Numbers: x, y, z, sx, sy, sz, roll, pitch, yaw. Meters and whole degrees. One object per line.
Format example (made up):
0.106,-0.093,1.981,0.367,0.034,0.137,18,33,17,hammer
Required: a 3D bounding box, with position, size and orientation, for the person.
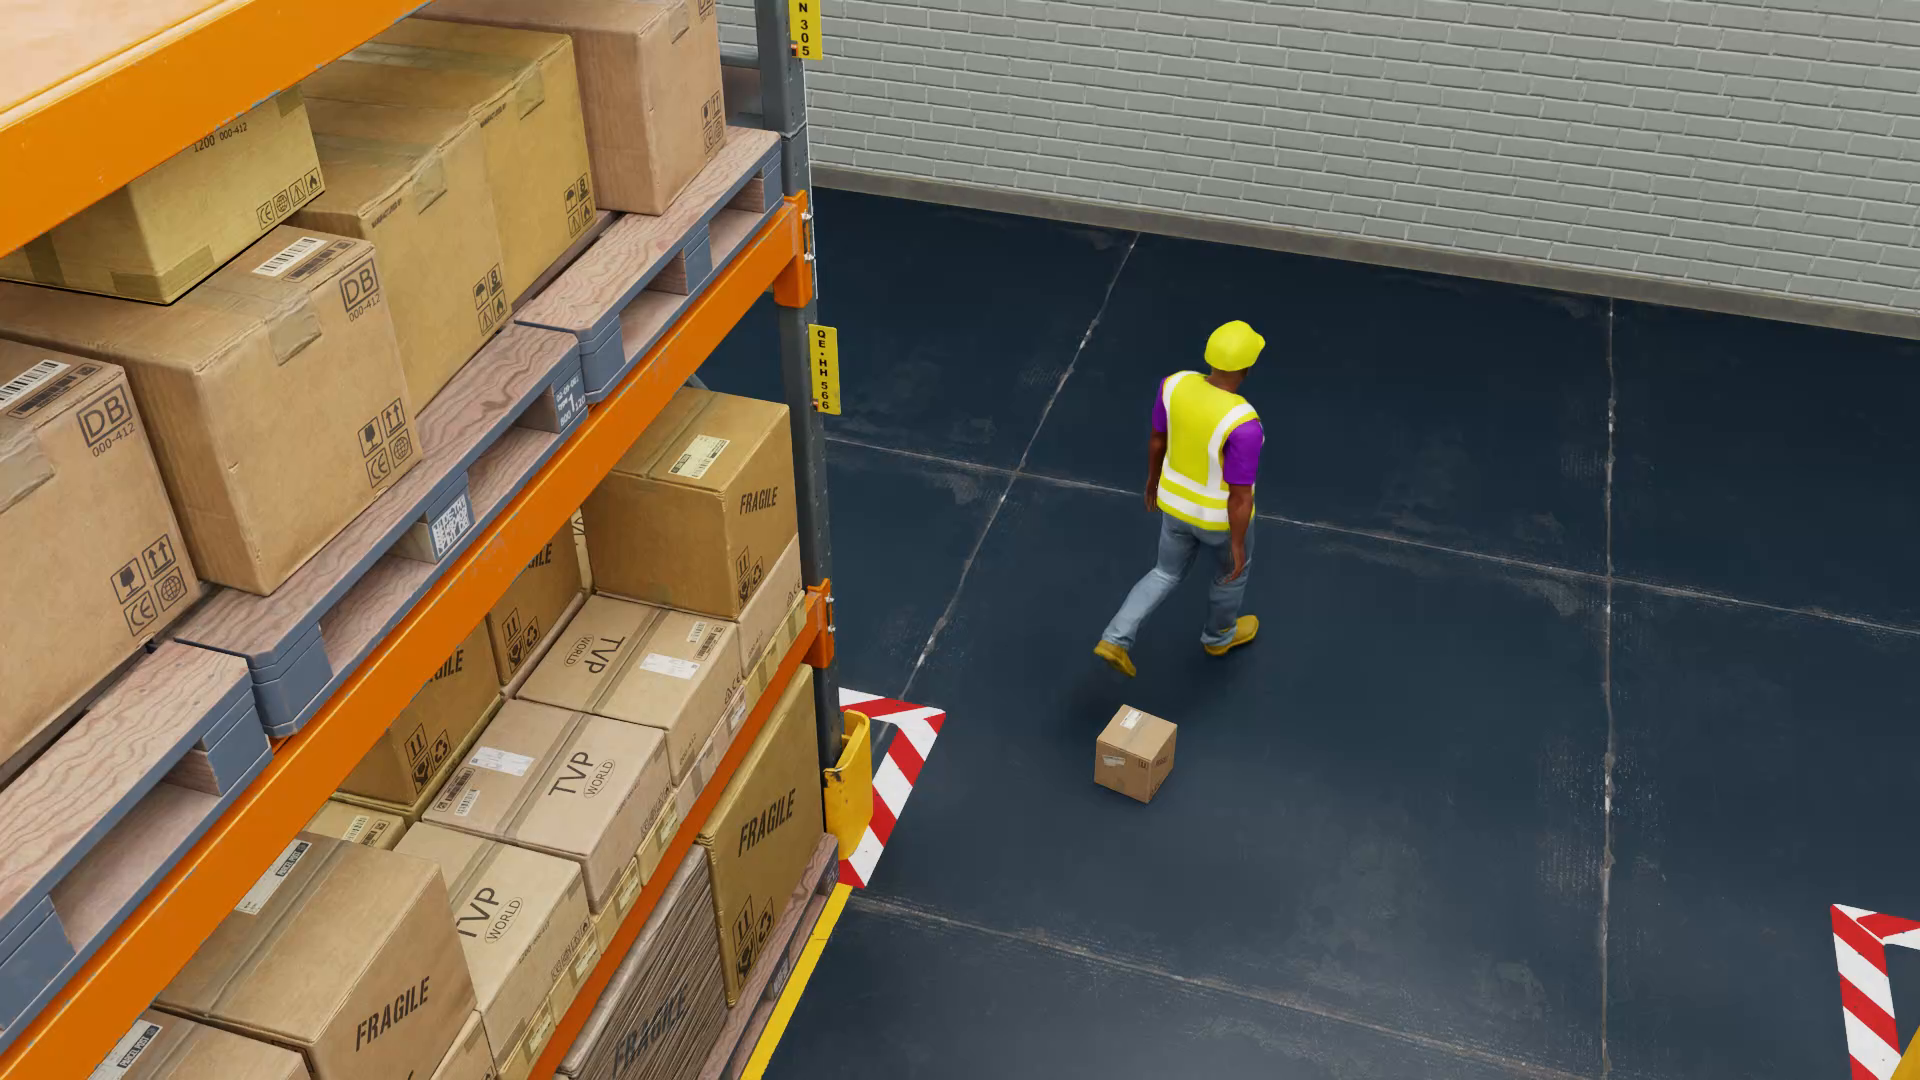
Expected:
0.984,-0.127,7.047,0.921,1.735,0.610,-29,46,-33,person
